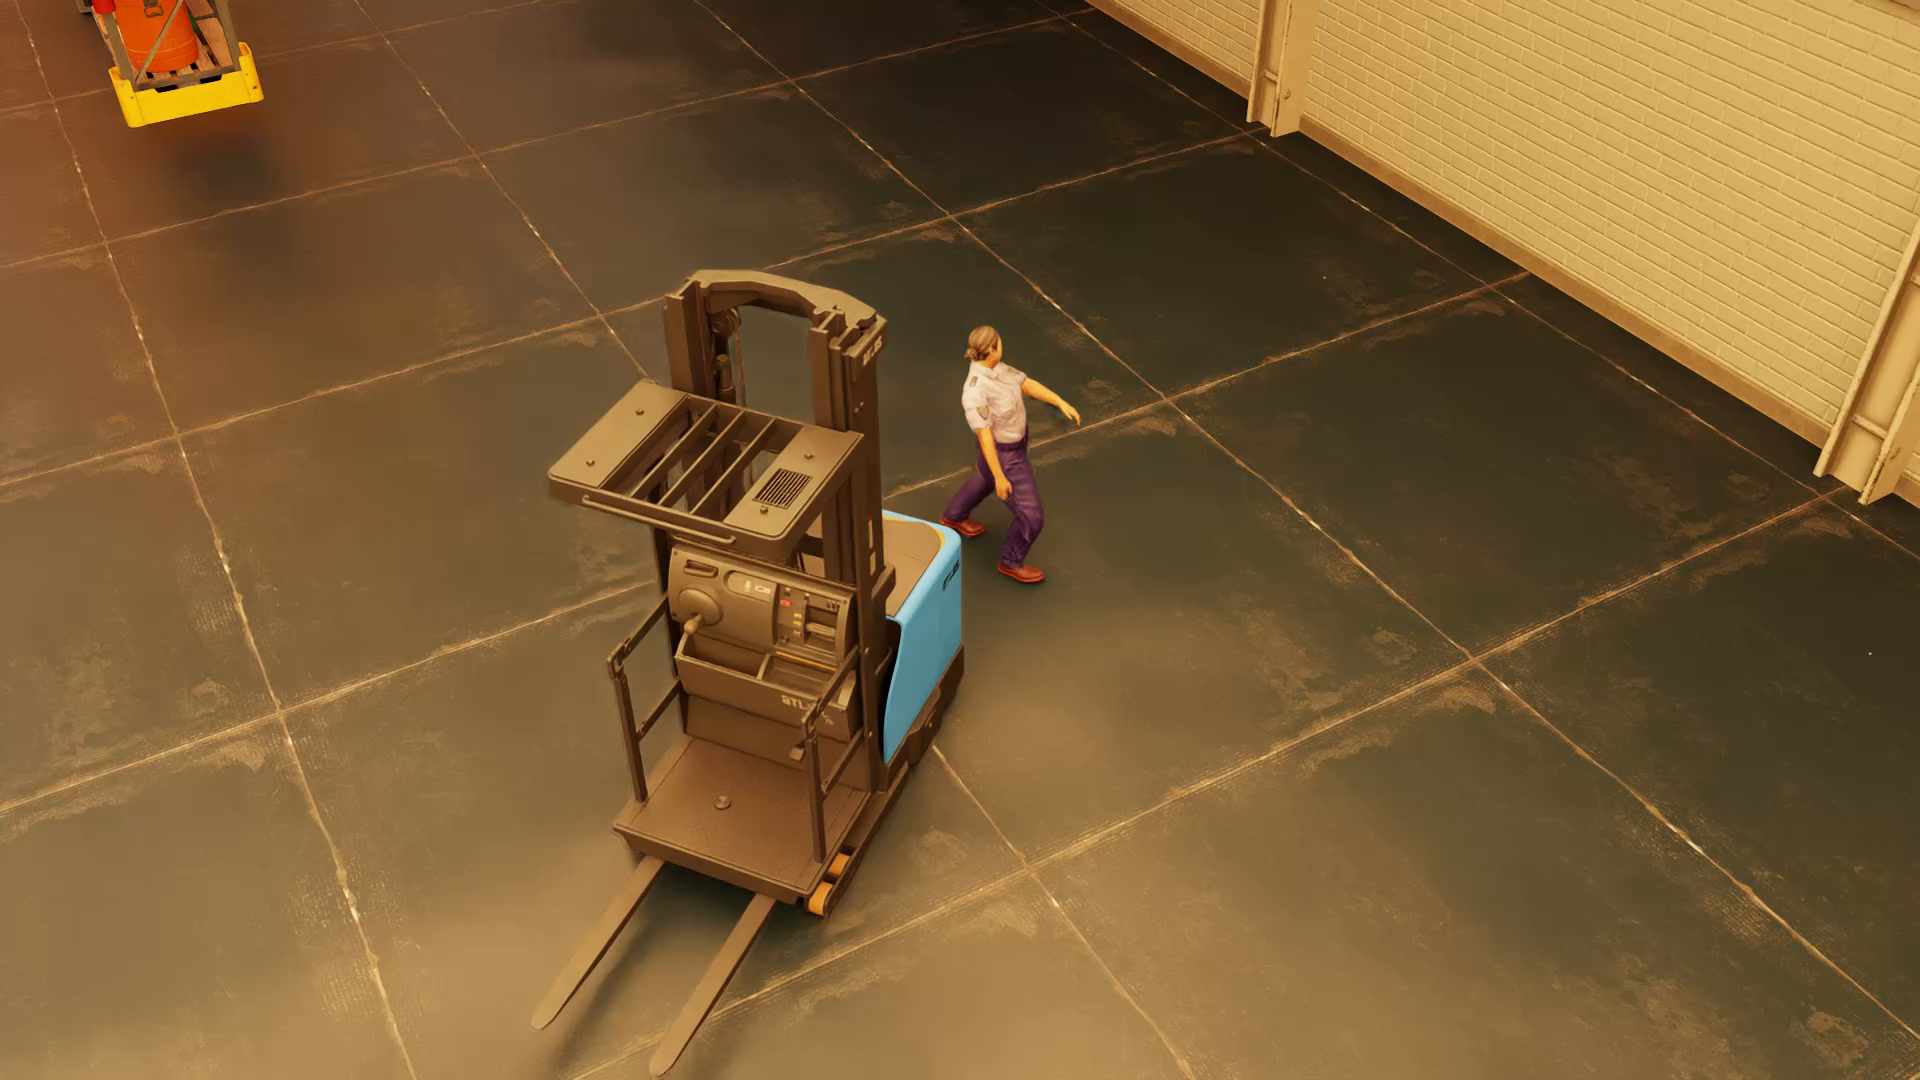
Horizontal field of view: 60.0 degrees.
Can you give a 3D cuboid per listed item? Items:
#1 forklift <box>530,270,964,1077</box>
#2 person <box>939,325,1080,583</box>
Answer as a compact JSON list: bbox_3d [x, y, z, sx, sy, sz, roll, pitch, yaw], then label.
[{"bbox_3d":[-1.018,0.392,7.564,1.130,2.935,3.031,15,42,17],"label":"forklift"},{"bbox_3d":[0.287,-0.499,9.731,0.811,1.532,0.719,0,40,0],"label":"person"}]
